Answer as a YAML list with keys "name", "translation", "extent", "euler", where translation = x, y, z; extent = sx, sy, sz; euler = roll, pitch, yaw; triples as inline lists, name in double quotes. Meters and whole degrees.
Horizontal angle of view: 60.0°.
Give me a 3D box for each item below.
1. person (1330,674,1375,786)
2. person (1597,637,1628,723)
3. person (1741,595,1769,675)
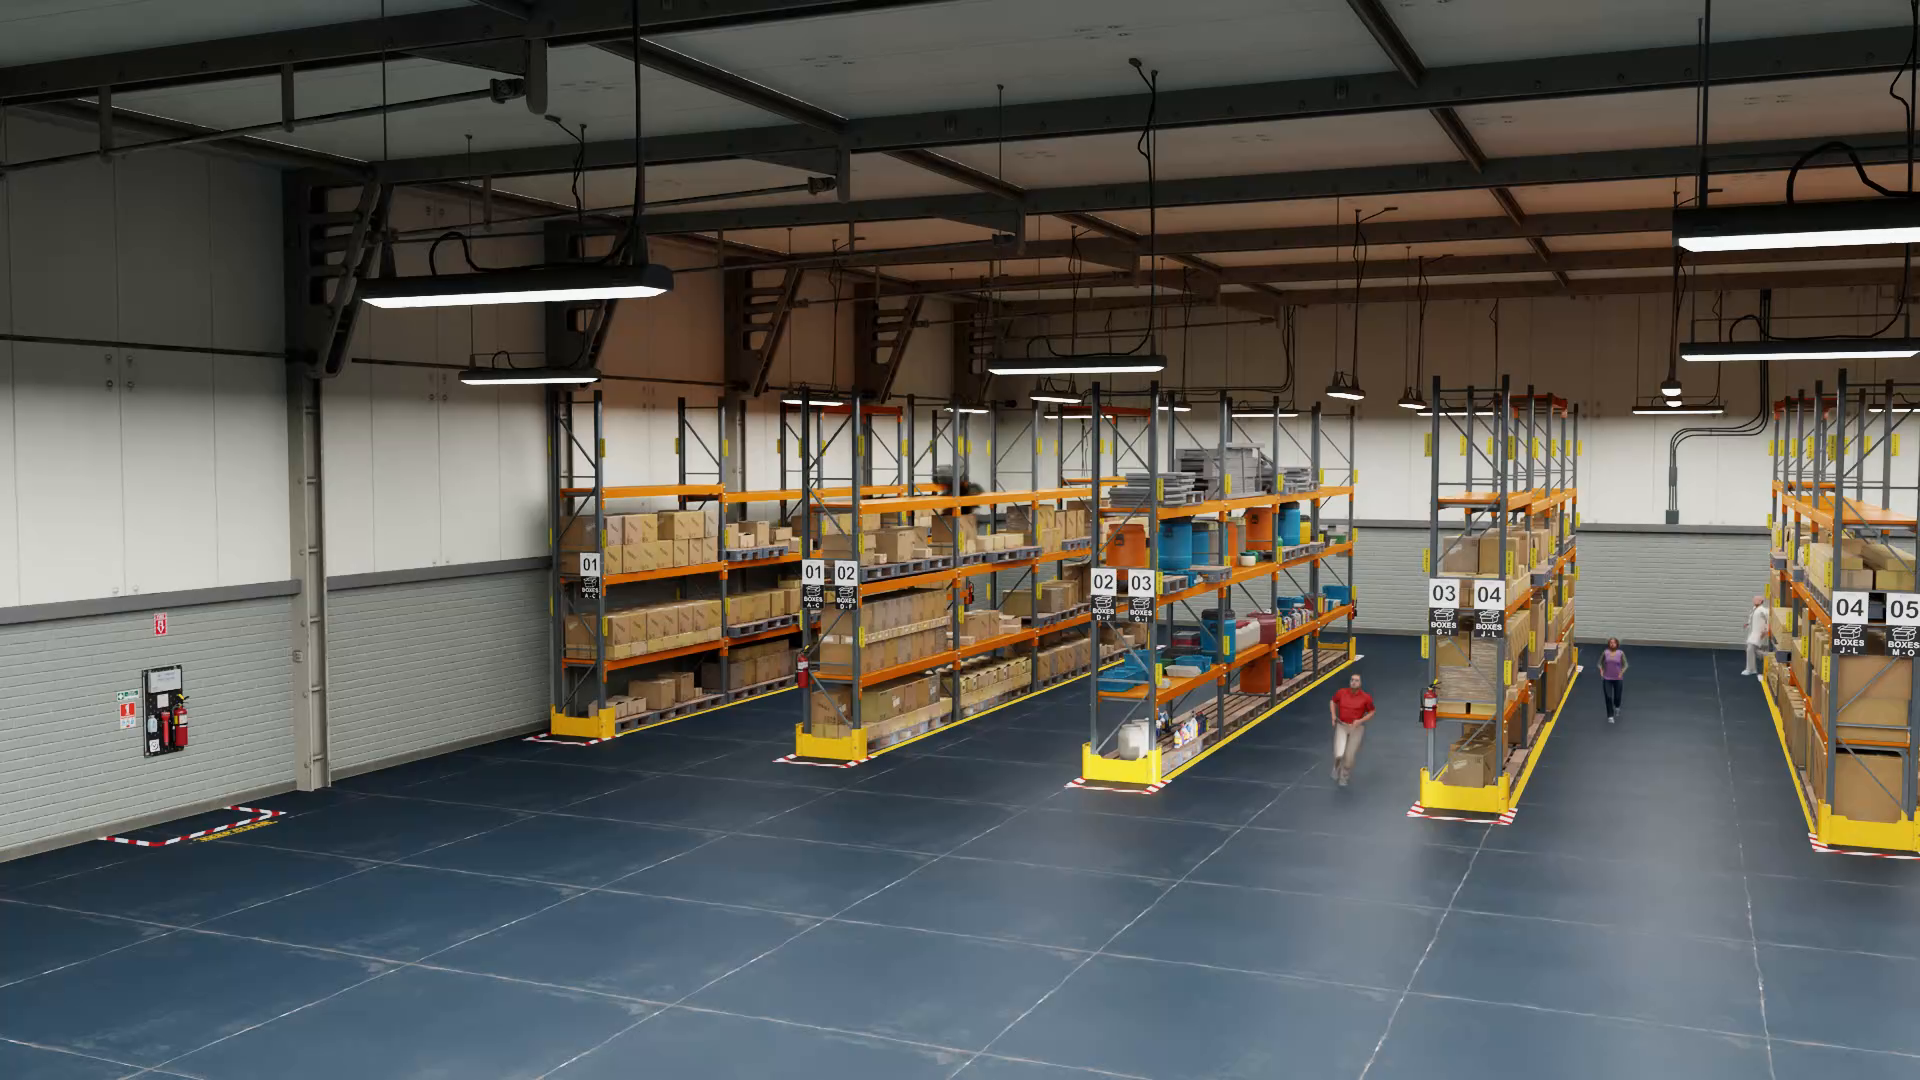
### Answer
- name: "person"
  translation: [5.798, 2.815, 24.623]
  extent: [0.671, 1.684, 0.599]
  euler: [1, 3, 20]
- name: "person"
  translation: [11.924, 2.546, 30.409]
  extent: [0.535, 1.548, 0.567]
  euler: [1, 3, 24]
- name: "person"
  translation: [17.707, 2.107, 36.839]
  extent: [0.802, 1.766, 0.751]
  euler: [0, 3, 2]
